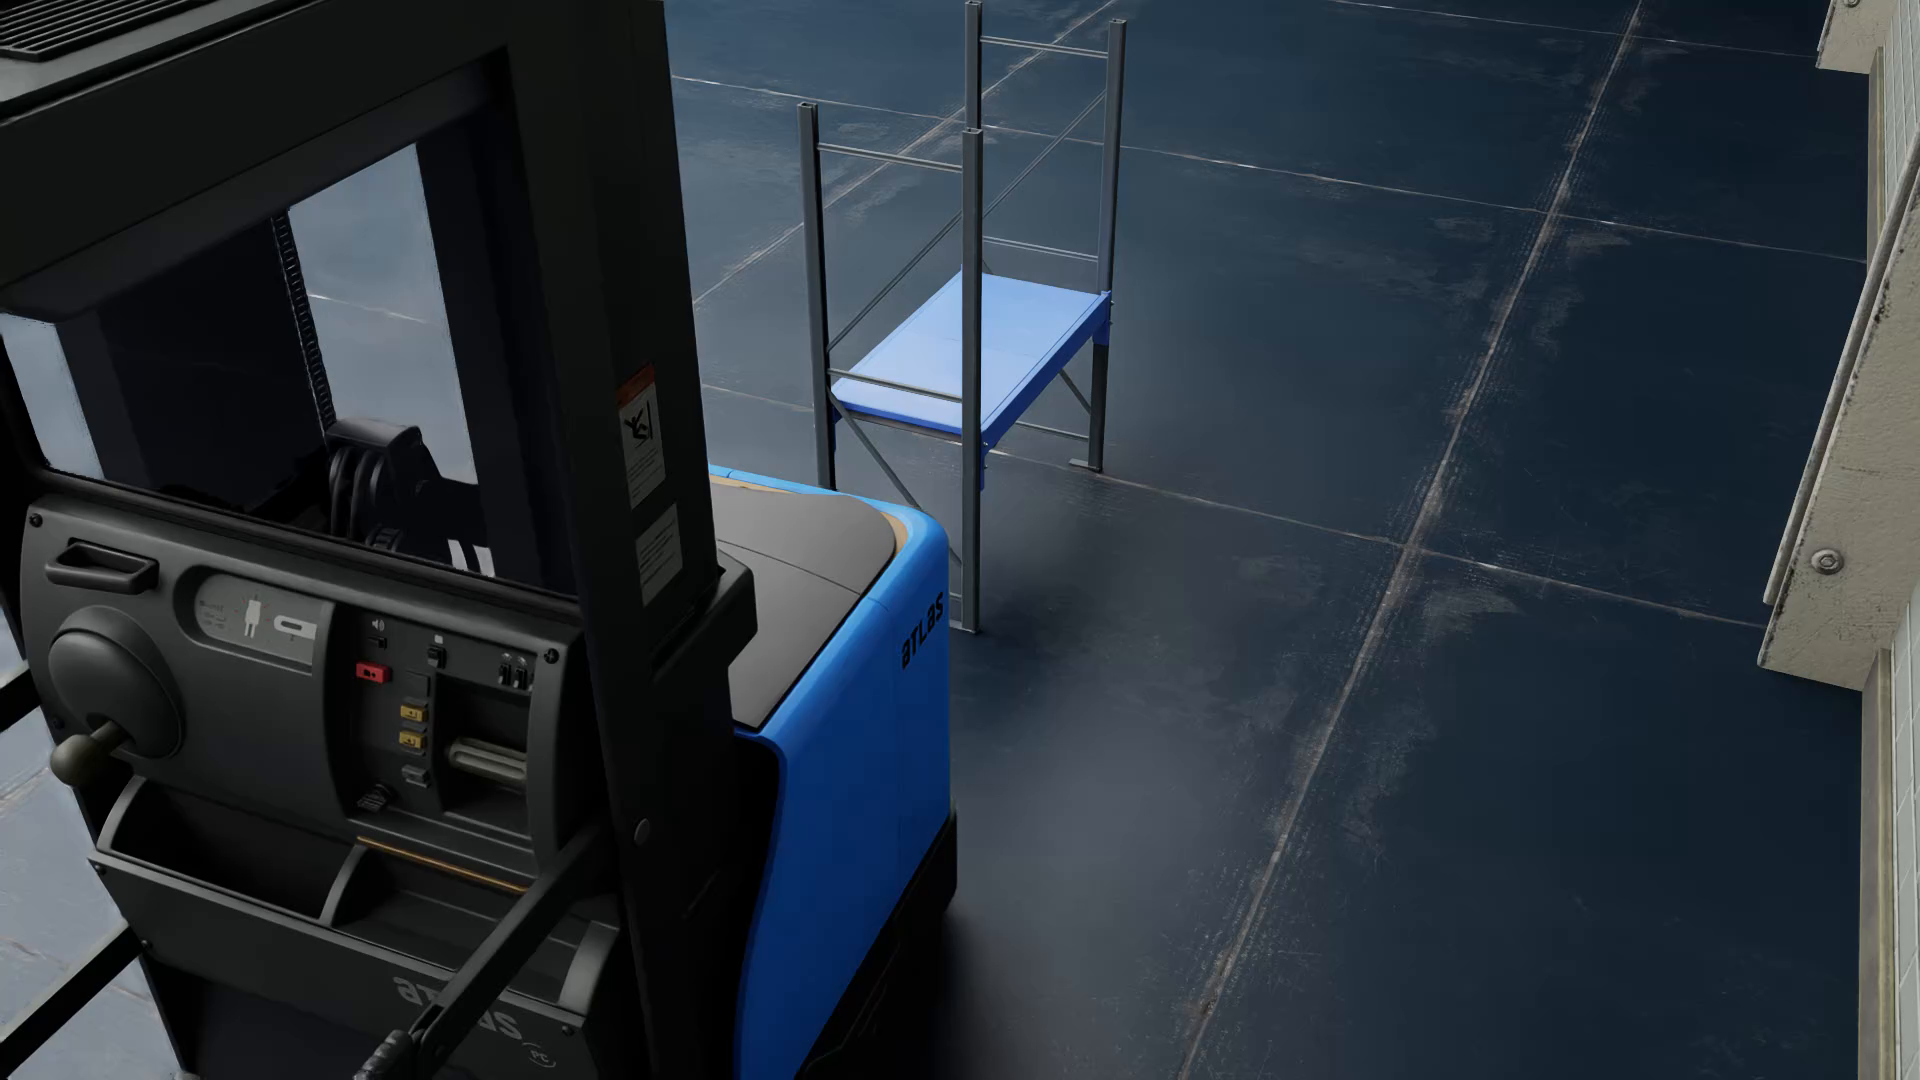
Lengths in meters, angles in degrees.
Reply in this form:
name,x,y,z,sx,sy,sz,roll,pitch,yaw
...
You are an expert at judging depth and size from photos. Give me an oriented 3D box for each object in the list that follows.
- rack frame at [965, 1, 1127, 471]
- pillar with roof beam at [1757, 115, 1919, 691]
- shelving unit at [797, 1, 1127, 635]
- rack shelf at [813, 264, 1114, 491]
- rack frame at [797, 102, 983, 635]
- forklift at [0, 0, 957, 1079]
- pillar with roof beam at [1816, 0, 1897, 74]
name,x,y,z,sx,sy,sz,roll,pitch,yaw
rack frame,0.248,-0.923,5.290,0.500,1.500,0.032,14,36,20
pillar with roof beam,-1.431,-4.457,3.841,9.100,9.000,0.400,14,36,20
shelving unit,0.036,-0.670,4.904,0.538,1.500,1.048,14,36,20
rack shelf,0.036,-0.519,5.002,0.538,0.185,1.000,14,36,20
rack frame,-0.177,-0.417,4.517,0.500,1.500,0.032,14,36,20
forklift,-1.024,0.270,2.165,1.130,2.935,3.031,12,35,18
pillar with roof beam,1.079,-7.445,8.398,9.100,9.000,0.400,14,36,20
